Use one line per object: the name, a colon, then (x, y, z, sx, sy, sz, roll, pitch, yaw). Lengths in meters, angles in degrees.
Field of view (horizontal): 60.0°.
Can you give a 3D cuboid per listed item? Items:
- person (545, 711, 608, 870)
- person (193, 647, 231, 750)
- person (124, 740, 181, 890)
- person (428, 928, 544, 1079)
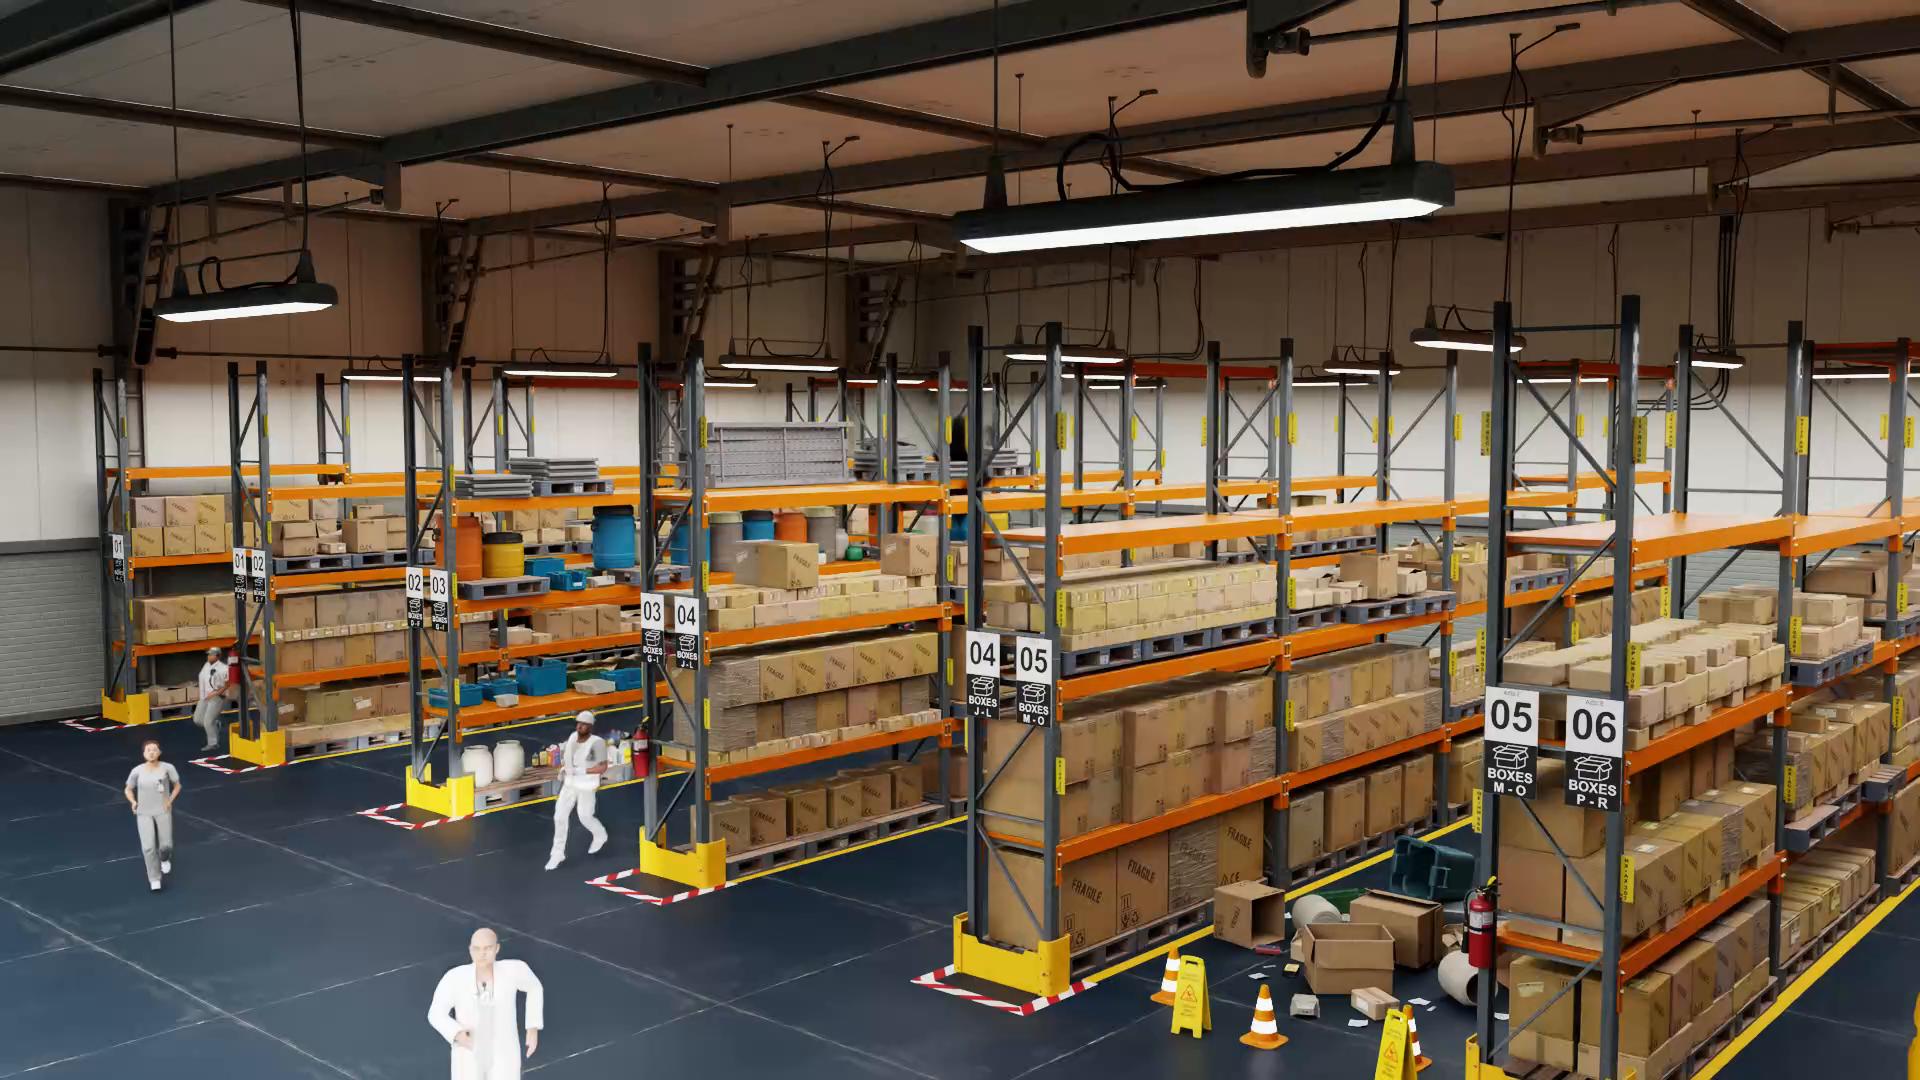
person: (-4.368, 2.866, 19.270, 0.712, 1.794, 0.919, 2, 5, 29)
person: (-11.612, 2.476, 25.940, 0.613, 1.646, 0.545, 2, 5, 22)
person: (-8.893, 3.003, 18.336, 0.563, 1.619, 0.609, -2, 5, -24)
person: (-3.144, 3.457, 11.061, 0.732, 1.807, 0.947, -1, 4, -12)
